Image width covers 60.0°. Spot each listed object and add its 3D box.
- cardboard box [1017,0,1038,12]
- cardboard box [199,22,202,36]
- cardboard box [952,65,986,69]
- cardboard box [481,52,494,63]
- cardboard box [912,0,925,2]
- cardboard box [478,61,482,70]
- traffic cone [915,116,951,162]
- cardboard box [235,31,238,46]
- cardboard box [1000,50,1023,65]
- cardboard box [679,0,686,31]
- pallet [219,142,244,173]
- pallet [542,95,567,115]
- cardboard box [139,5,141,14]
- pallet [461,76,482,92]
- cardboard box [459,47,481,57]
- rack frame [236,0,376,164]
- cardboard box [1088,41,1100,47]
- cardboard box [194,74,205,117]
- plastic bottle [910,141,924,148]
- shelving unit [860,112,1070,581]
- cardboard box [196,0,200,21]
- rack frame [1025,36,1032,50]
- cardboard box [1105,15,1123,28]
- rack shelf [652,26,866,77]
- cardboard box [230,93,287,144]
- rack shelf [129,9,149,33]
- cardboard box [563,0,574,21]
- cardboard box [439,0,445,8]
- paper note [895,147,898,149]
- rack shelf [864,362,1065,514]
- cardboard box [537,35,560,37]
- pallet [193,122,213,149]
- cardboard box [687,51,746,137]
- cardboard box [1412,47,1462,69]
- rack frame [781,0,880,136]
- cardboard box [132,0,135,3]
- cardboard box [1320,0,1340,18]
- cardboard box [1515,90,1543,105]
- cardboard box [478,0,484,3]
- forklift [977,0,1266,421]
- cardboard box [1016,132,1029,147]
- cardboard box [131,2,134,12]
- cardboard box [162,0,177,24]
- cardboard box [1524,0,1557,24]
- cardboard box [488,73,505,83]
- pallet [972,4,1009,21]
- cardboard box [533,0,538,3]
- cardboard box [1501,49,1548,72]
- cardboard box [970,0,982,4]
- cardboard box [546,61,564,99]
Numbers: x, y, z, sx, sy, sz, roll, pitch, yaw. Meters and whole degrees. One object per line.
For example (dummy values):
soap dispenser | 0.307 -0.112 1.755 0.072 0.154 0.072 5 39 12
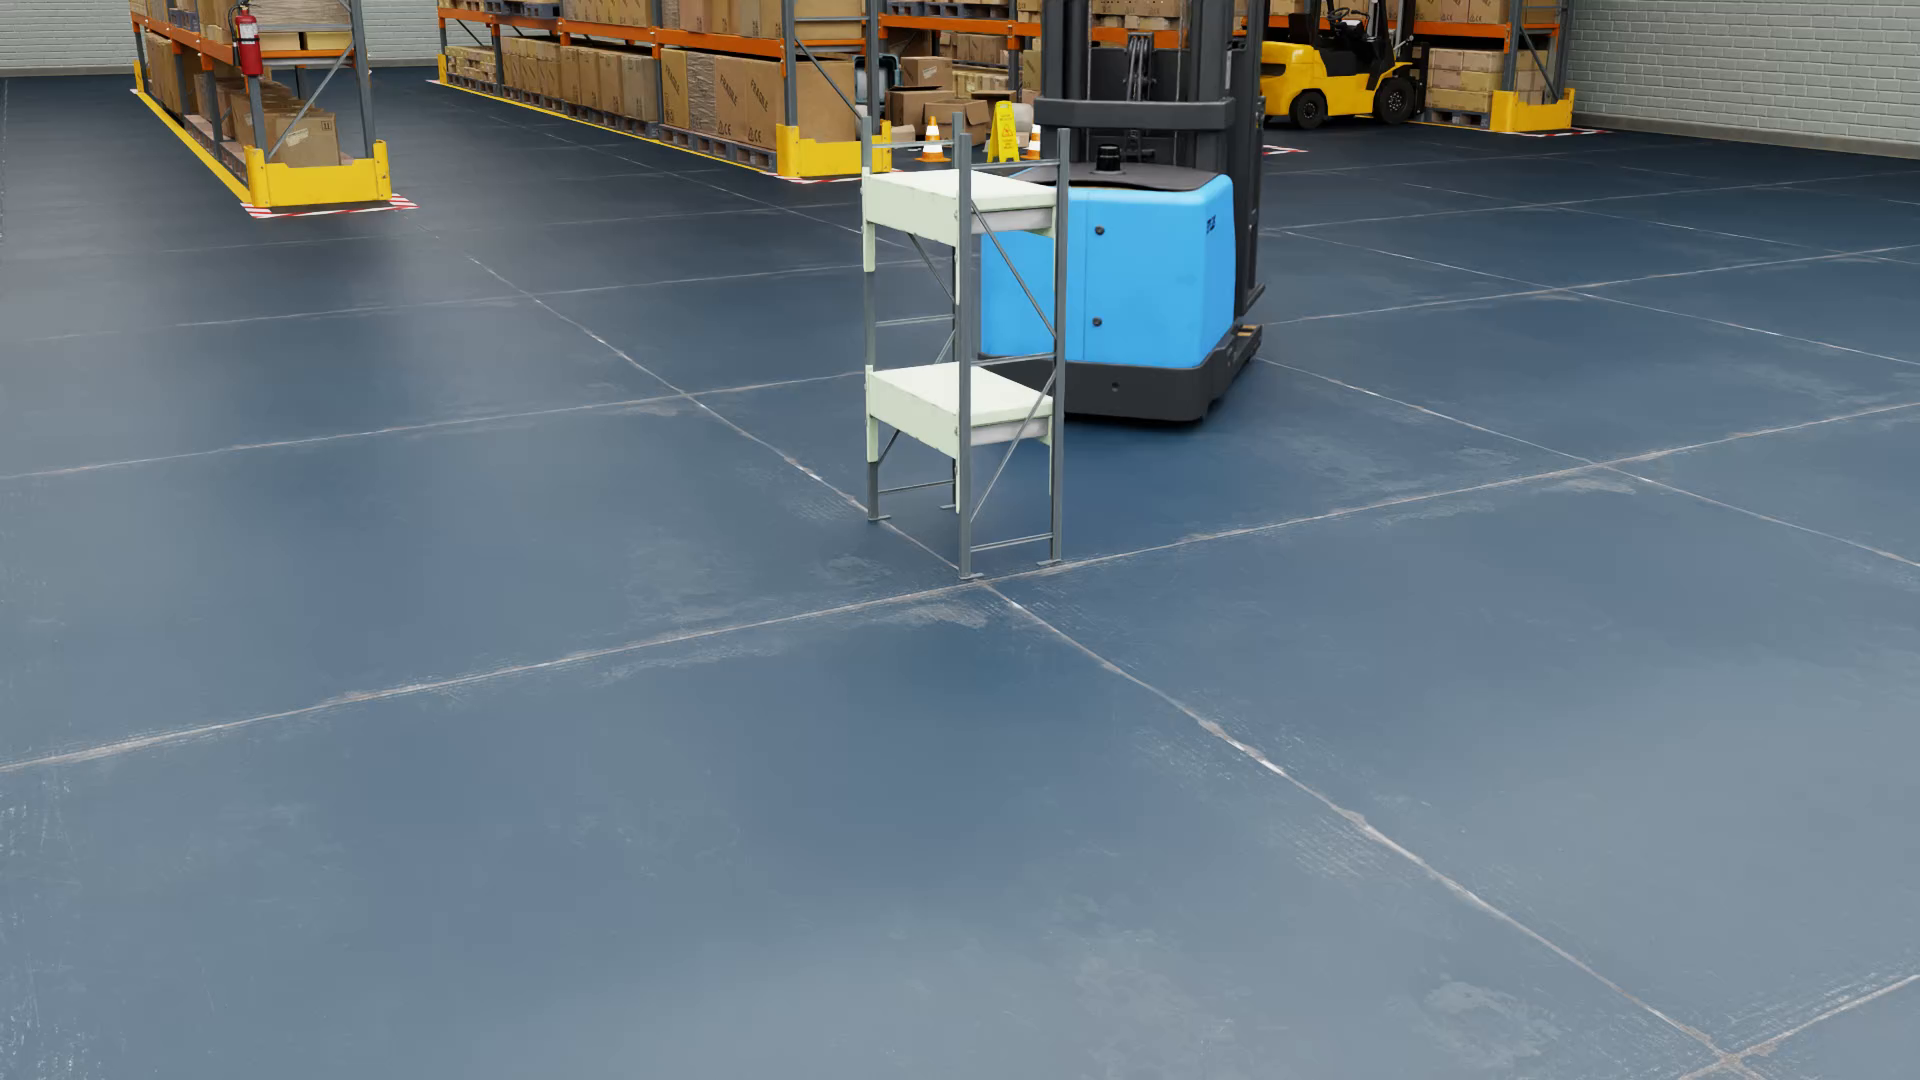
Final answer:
cardboard box | 1.082 -7.149 21.640 0.500 0.500 0.500 -10 21 -27
cardboard box | -7.766 -5.368 17.475 0.380 0.149 0.250 -10 21 -27
cardboard box | -0.164 -6.860 24.799 0.950 0.372 0.625 -10 22 -28
cardboard box | -7.667 -7.962 27.423 0.380 0.149 0.250 -10 22 -27
cardboard box | -0.484 -7.982 24.406 0.380 0.149 0.250 -10 21 -26
cardboard box | -7.871 -7.971 27.903 0.380 0.149 0.250 -9 21 -25
traffic cone | -0.293 -4.359 18.056 0.336 0.463 0.334 -10 21 -27
cardboard box | -6.408 -4.588 15.214 0.380 0.149 0.250 -10 21 -27
cardboard box | 0.994 -9.320 32.089 0.396 0.266 0.258 -9 21 -25
cardboard box | -2.723 -6.147 19.117 0.875 0.550 0.550 -10 21 -27
pallet | -7.253 -4.090 17.660 1.003 0.211 1.213 -10 21 -27
pallet | -5.459 -6.389 24.323 1.003 0.211 1.213 -10 21 -27
cardboard box | -12.324 -8.105 25.407 0.380 0.149 0.250 -10 21 -26
pallet | -7.922 -7.851 28.560 1.003 0.211 1.213 -10 21 -27
cardboard box | -8.504 -8.497 28.973 0.380 0.149 0.250 -11 22 -29
rack frame | -5.703 -4.447 14.420 1.000 3.000 0.127 -10 21 -27
cardboard box | 1.544 -6.210 20.956 0.380 0.149 0.250 -9 21 -24
cardboard box | -9.167 -5.581 20.863 0.700 0.500 0.500 -11 22 -30
plastic bottle | -0.523 -4.612 19.403 0.283 0.061 0.133 16 25 39
shelving unit | 0.003 -0.707 5.881 0.431 1.500 0.755 -10 21 -27
cardboard box | -7.444 -5.644 17.281 0.875 0.500 0.500 -10 21 -27
rack frame | 1.686 -10.197 31.083 1.000 3.000 0.127 -10 21 -27
cardboard box | 1.983 -6.294 20.157 0.380 0.149 0.250 -10 22 -27
rack shelf | -2.240 -5.420 18.344 1.077 0.370 4.000 -10 21 -27
cardboard box | -7.448 -4.491 17.736 0.500 0.500 0.500 -11 22 -28
rack shelf | -12.352 -8.126 26.184 1.077 0.370 4.000 -10 21 -27
cardboard box | -5.114 -7.359 22.707 0.500 0.500 0.500 -10 21 -26
cardboard box | -9.023 -9.517 29.498 0.380 0.149 0.250 -10 21 -27
paper note | -0.739 -4.552 19.309 0.032 0.001 0.123 1 19 2
rack shelf | 0.003 -0.399 5.988 0.431 0.370 0.720 -10 21 -27
cardboard box | -6.413 -7.828 26.256 0.500 0.250 0.500 -11 22 -28
pallet | -8.557 -4.851 19.866 1.003 0.211 1.213 -10 21 -27
cardboard box | -2.521 -5.079 18.865 0.875 0.875 0.875 -10 21 -26
cardboard box | 6.395 -6.496 22.397 0.500 0.250 0.500 -10 21 -26
rack frame | -1.290 -5.186 16.562 1.000 3.000 0.127 -10 21 -27
cardboard box | -12.823 -8.637 26.337 0.500 0.250 0.500 -11 22 -28
cardboard box | 5.466 -7.780 23.925 0.500 0.500 0.500 -11 22 -28
cardboard box | 7.323 -5.822 21.976 0.500 0.250 0.500 -10 21 -26
cardboard box | -7.467 -8.914 26.756 0.500 0.500 0.500 -10 21 -27
forklift | 1.014 -2.363 8.486 1.130 2.935 3.031 6 20 17
cardboard box | 0.618 -4.697 19.517 0.380 0.149 0.250 1 19 2
cardboard box | -13.178 -8.621 26.903 0.380 0.149 0.250 -11 22 -28
cardboard box | -9.955 -6.894 21.358 0.500 0.500 0.500 -9 21 -25
cardboard box | 7.394 -6.984 21.620 0.500 0.500 0.500 -9 21 -25
cardboard box | -7.475 -7.542 27.115 0.380 0.149 0.250 -10 21 -26
pallet | 0.884 -7.281 22.929 1.003 0.211 1.213 -10 21 -27
cardboard box | -5.844 -7.704 23.602 0.380 0.149 0.250 -10 21 -27
cardboard box | 7.323 -6.291 21.802 0.500 0.250 0.500 -10 22 -27
cardboard box | 0.368 -7.462 22.899 0.380 0.149 0.250 -10 22 -28
cardboard box | -5.632 -6.648 23.987 0.500 0.500 0.500 -10 21 -27
